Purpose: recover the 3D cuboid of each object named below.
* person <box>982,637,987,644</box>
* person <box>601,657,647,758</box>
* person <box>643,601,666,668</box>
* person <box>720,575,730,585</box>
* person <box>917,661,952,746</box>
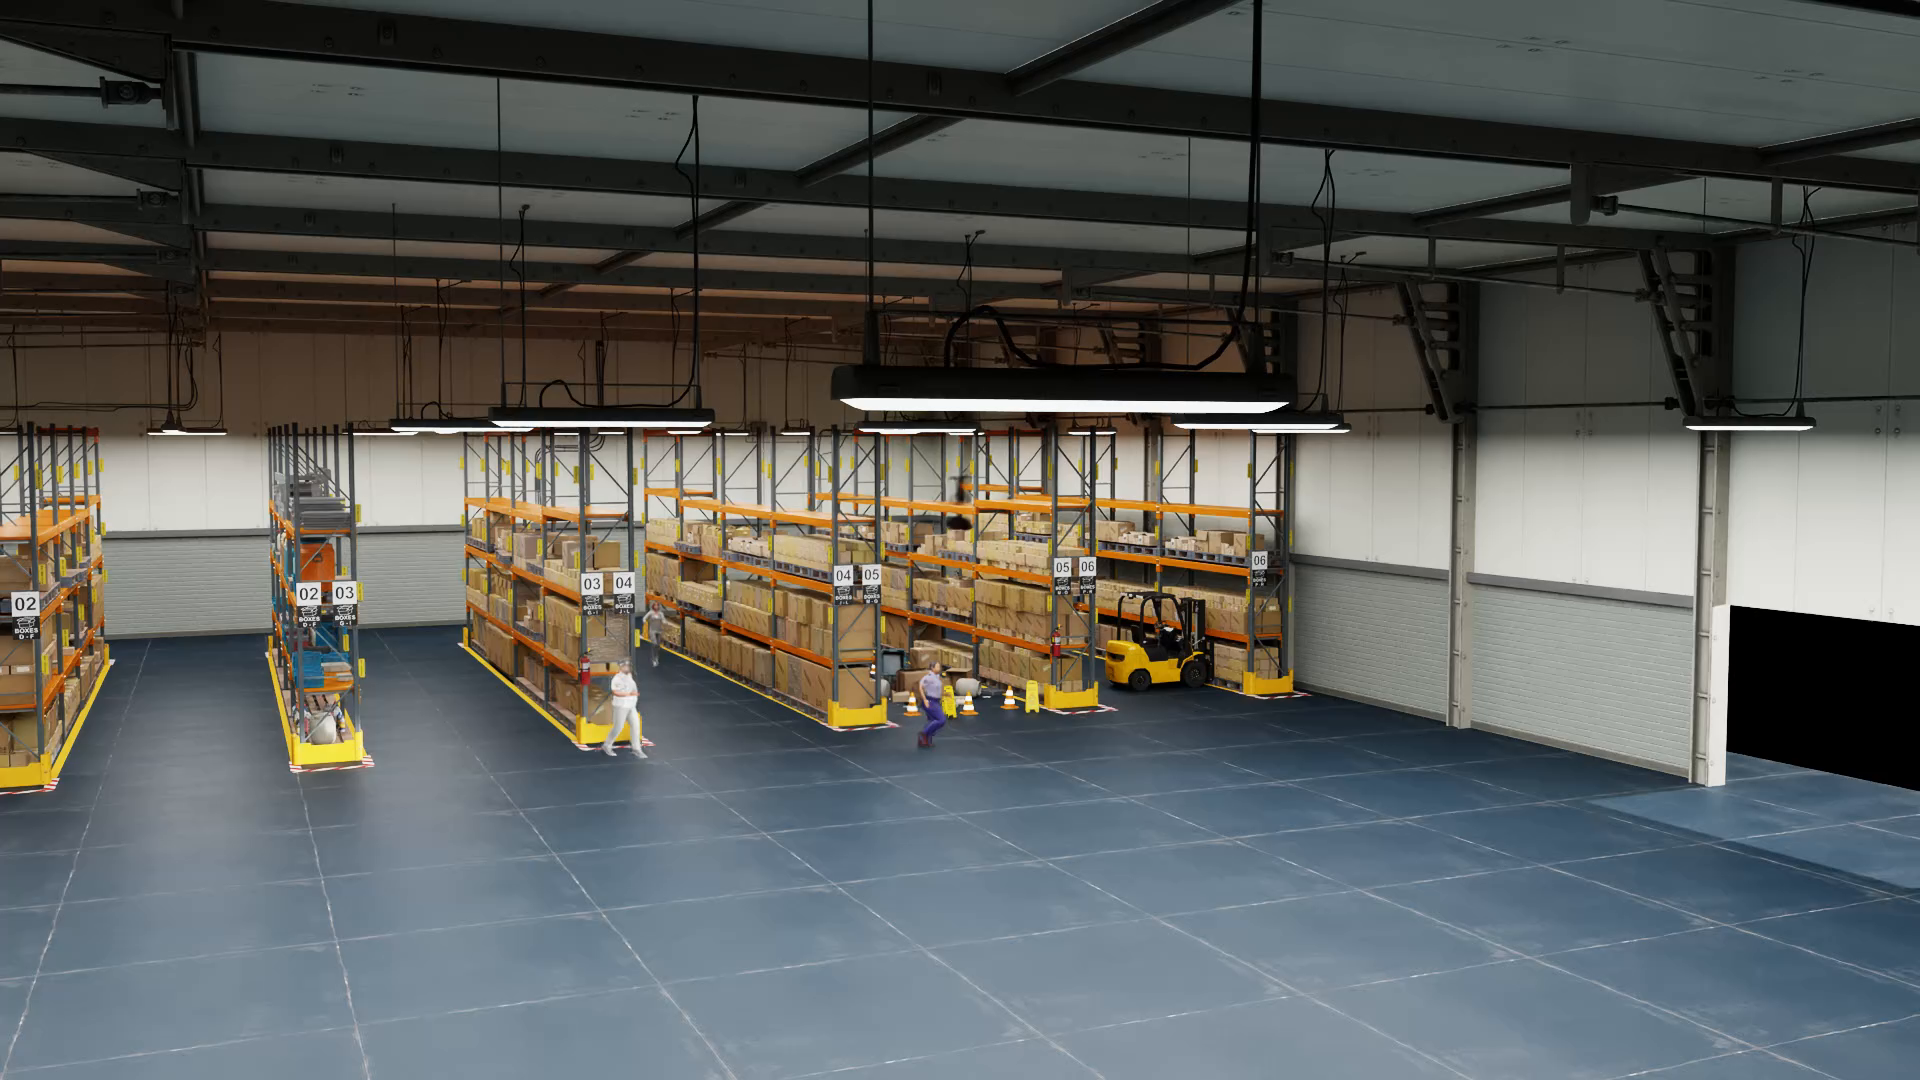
[{"bbox_3d":[0.805,2.263,43.319,0.616,1.743,0.751,-2,4,-24],"label":"person"},{"bbox_3d":[-6.010,2.996,29.787,0.862,1.803,0.668,2,4,24],"label":"person"},{"bbox_3d":[-7.662,2.365,41.834,0.509,1.648,0.728,-2,4,-29],"label":"person"},{"bbox_3d":[-7.079,1.820,49.892,0.854,1.727,0.570,-2,4,-30],"label":"person"},{"bbox_3d":[-0.477,3.031,30.792,0.652,1.597,0.590,1,4,12],"label":"person"}]
